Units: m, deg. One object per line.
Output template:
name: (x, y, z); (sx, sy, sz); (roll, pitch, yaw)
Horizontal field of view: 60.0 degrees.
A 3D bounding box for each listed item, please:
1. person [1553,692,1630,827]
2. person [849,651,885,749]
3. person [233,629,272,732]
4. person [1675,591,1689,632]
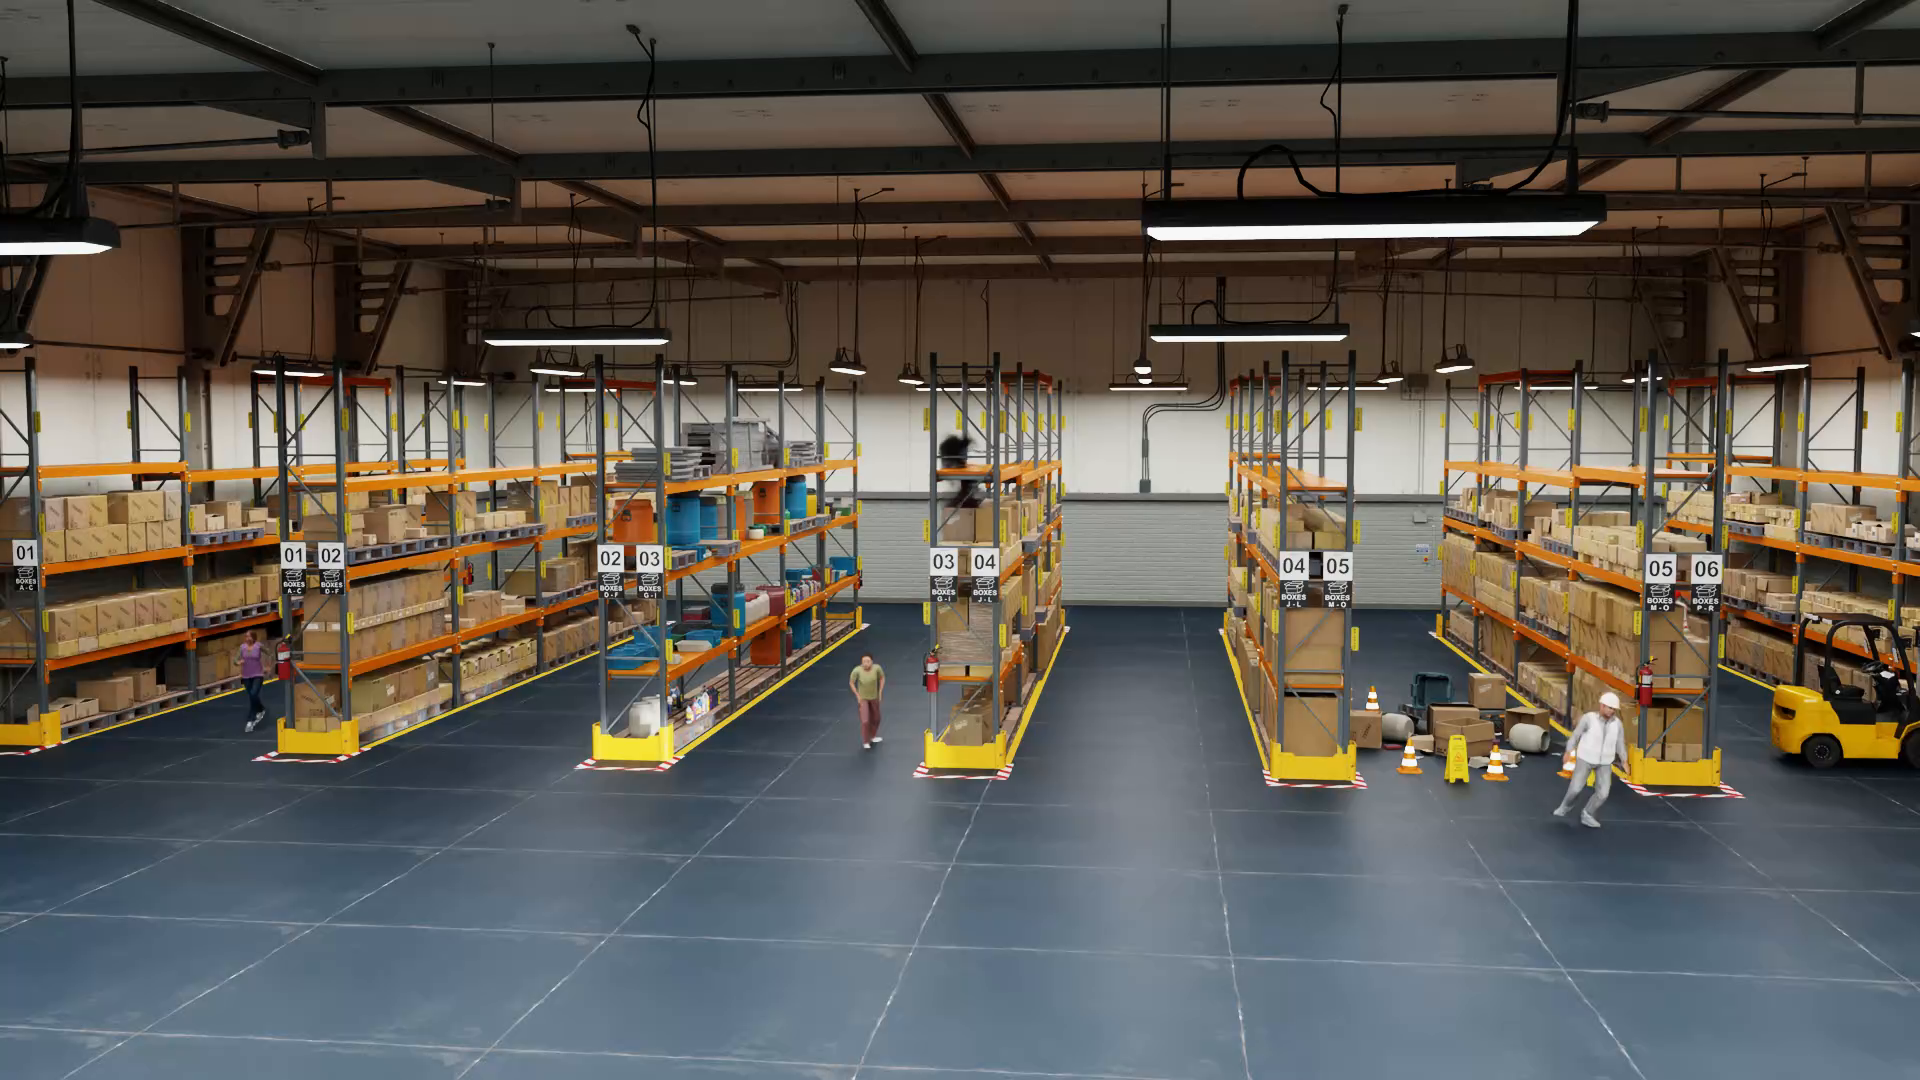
person: (7.802, 2.695, 20.529); (0.803, 1.694, 0.679); (0, 4, 0)
person: (-1.418, 2.432, 25.564); (0.635, 1.537, 0.809); (-2, 4, -22)
person: (-11.566, 2.260, 27.212); (0.495, 1.626, 0.824); (0, 4, 1)
person: (14.088, 1.821, 32.684); (0.620, 1.720, 0.948); (-1, 4, -13)
